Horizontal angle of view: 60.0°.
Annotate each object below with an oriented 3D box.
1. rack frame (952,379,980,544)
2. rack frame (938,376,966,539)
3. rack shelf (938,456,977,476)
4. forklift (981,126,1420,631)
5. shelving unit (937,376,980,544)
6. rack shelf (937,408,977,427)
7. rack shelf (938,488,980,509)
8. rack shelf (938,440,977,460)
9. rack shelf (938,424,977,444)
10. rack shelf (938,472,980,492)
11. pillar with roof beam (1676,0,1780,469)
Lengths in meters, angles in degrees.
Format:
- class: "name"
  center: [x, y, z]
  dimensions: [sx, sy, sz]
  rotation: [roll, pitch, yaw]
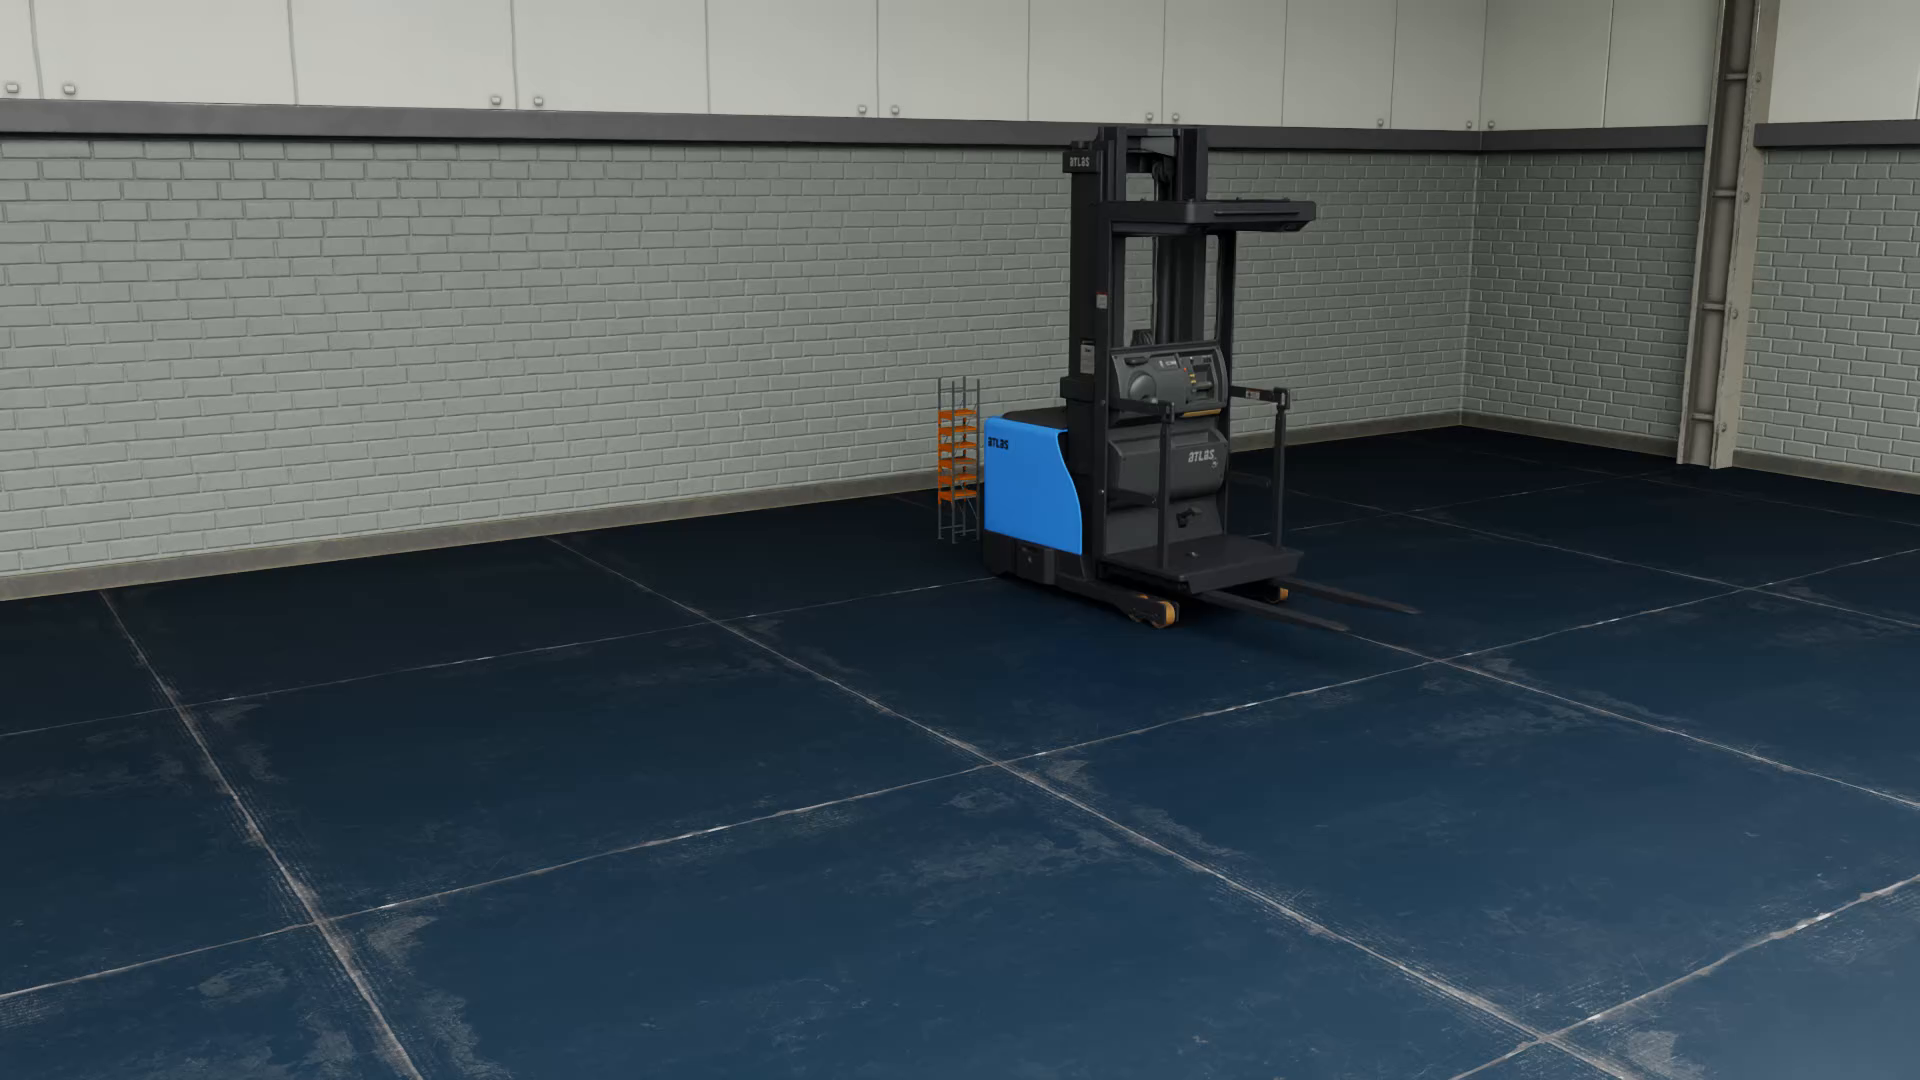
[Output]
- class: "rack frame"
  center: [0.043, -0.572, 12.171]
  dimensions: [0.240, 1.200, 0.006]
  rotation: [-8, 15, -33]
- class: "rack frame"
  center: [-0.059, -0.605, 12.320]
  dimensions: [0.240, 1.200, 0.006]
  rotation: [-8, 15, -33]
- class: "rack shelf"
  center: [-0.008, -0.545, 12.255]
  dimensions: [0.258, 0.103, 0.180]
  rotation: [-8, 15, -33]
- class: "forklift"
  center: [1.437, -1.022, 10.174]
  dimensions: [1.130, 2.935, 3.031]
  rotation: [-9, 15, -36]
- class: "shelving unit"
  center: [-0.008, -0.589, 12.245]
  dimensions: [0.258, 1.200, 0.189]
  rotation: [-8, 15, -33]
- class: "rack shelf"
  center: [-0.008, -0.897, 12.178]
  dimensions: [0.258, 0.103, 0.180]
  rotation: [-8, 15, -33]
- class: "rack shelf"
  center: [-0.008, -0.311, 12.306]
  dimensions: [0.258, 0.103, 0.180]
  rotation: [-8, 15, -33]
- class: "rack shelf"
  center: [-0.008, -0.663, 12.229]
  dimensions: [0.258, 0.103, 0.180]
  rotation: [-8, 15, -33]
- class: "rack shelf"
  center: [-0.008, -0.780, 12.204]
  dimensions: [0.258, 0.103, 0.180]
  rotation: [-8, 15, -33]
- class: "rack shelf"
  center: [-0.008, -0.428, 12.280]
  dimensions: [0.258, 0.103, 0.180]
  rotation: [-8, 15, -33]
- class: "pillar with roof beam"
  center: [3.402, -4.595, 12.310]
  dimensions: [9.100, 9.000, 0.400]
  rotation: [-8, 15, -33]
